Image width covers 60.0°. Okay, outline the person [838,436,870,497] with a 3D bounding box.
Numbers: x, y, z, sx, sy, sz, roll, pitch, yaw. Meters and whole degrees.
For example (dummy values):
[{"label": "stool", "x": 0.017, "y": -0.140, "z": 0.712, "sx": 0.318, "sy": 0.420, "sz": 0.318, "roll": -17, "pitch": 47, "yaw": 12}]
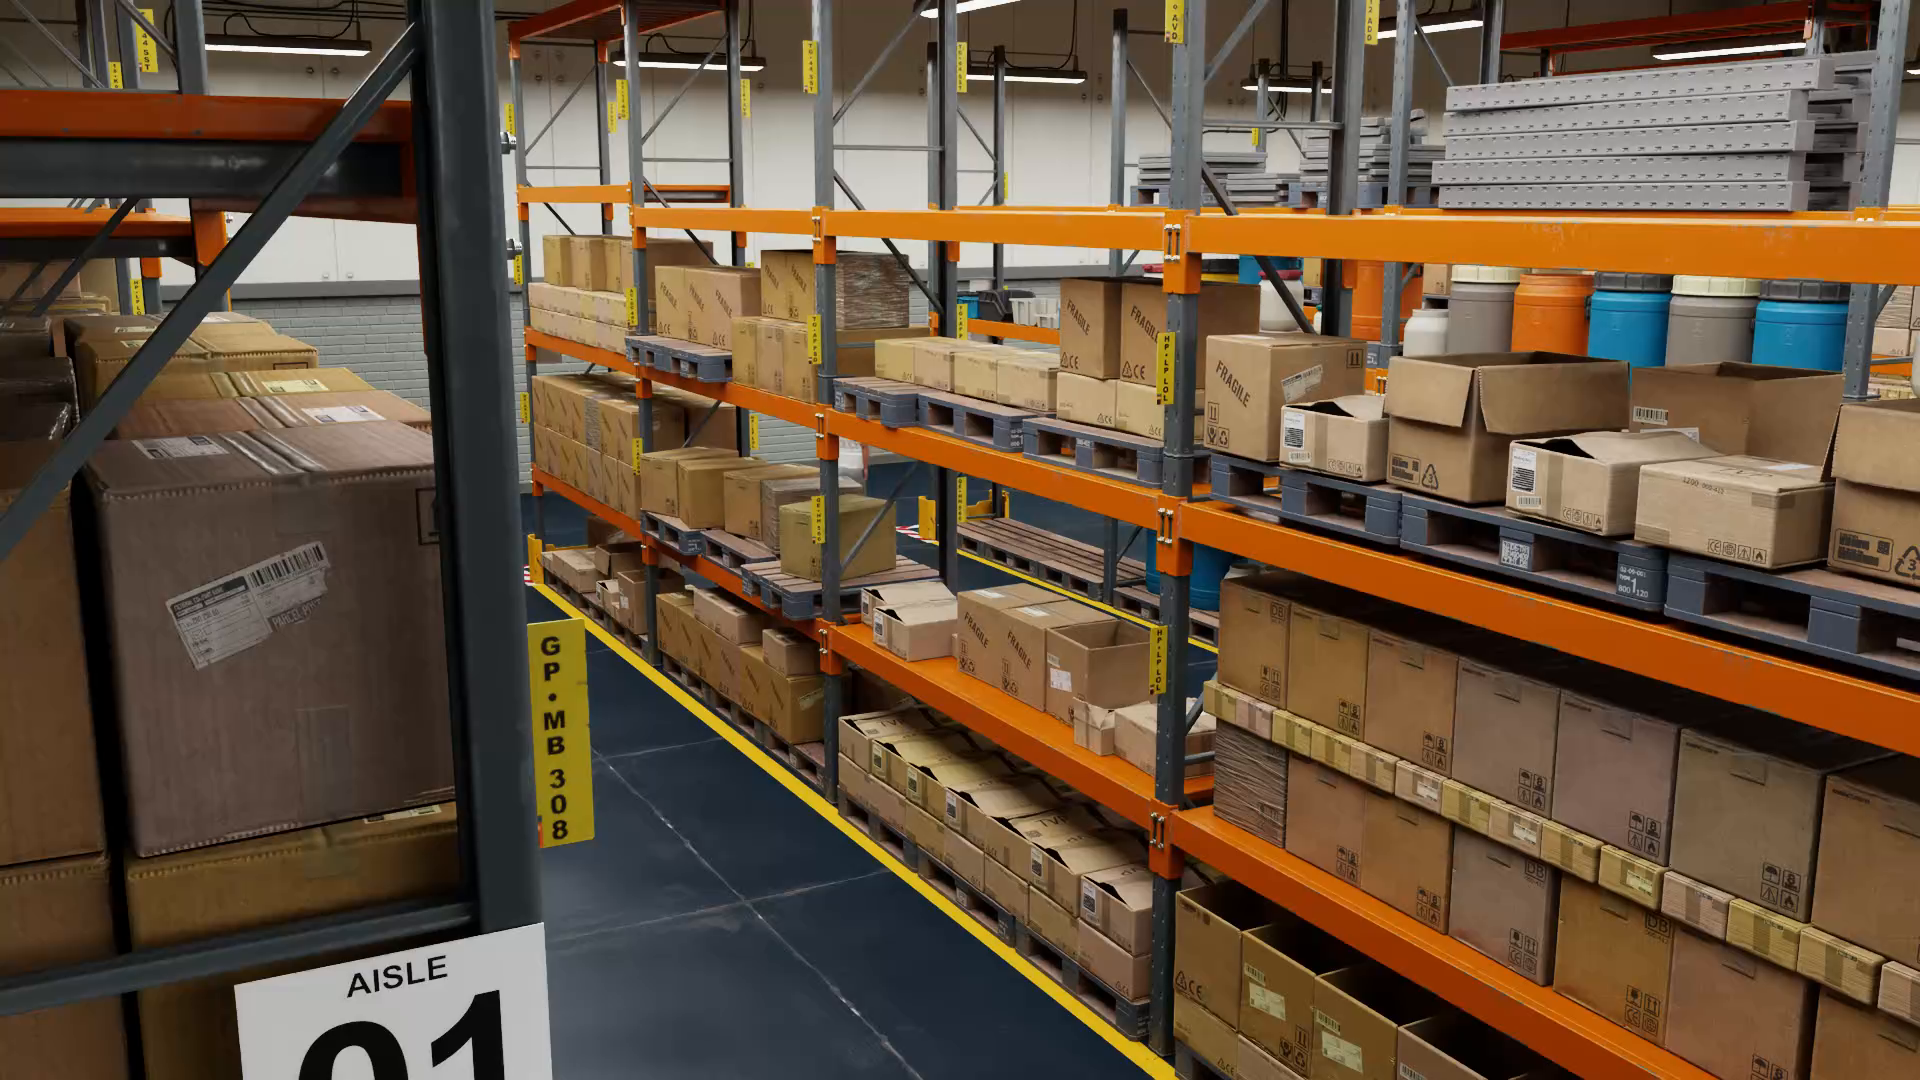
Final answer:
[{"label": "person", "x": -1.394, "y": -0.937, "z": 20.947, "sx": 0.560, "sy": 1.701, "sz": 0.972, "roll": 1, "pitch": 12, "yaw": 3}]
